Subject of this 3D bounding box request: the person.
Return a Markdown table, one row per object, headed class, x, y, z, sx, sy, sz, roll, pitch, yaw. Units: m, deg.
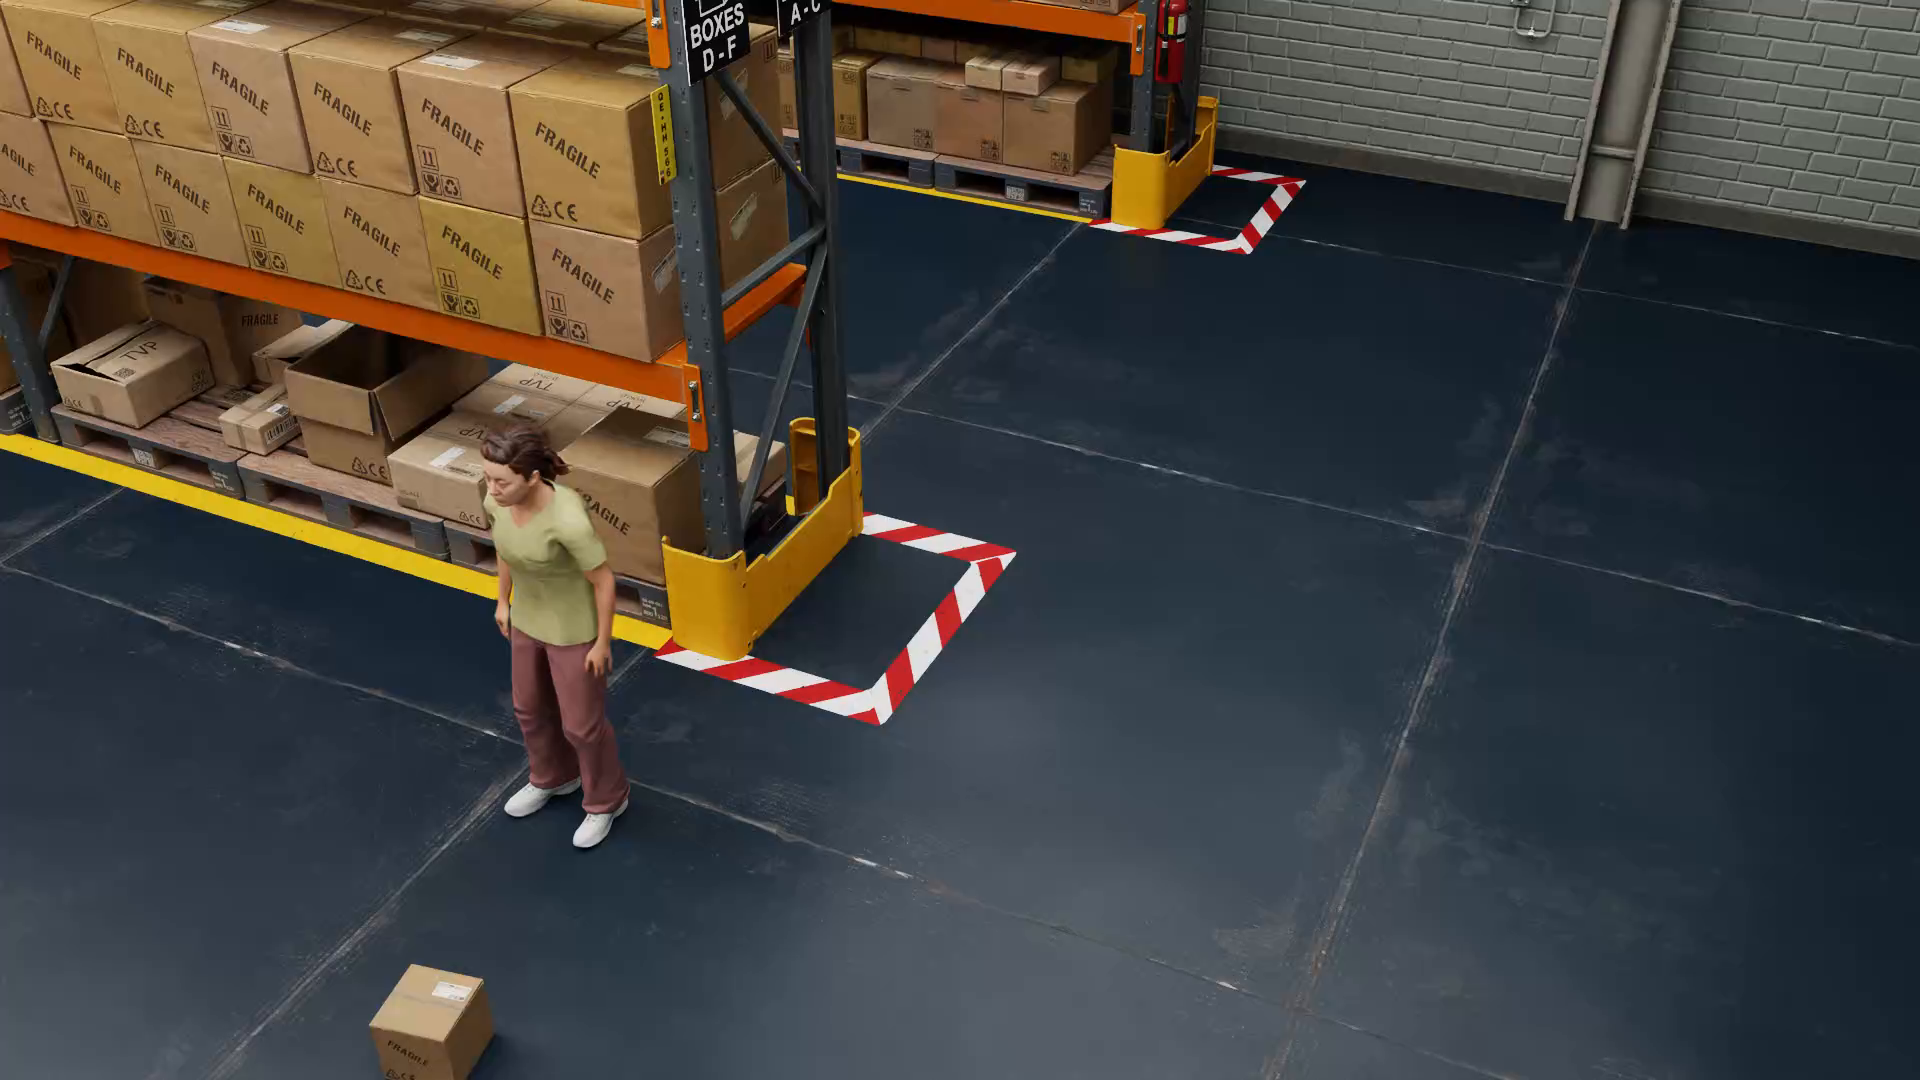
| class | x | y | z | sx | sy | sz | roll | pitch | yaw |
| --- | --- | --- | --- | --- | --- | --- | --- | --- | --- |
| person | -1.388 | 0.312 | 5.677 | 0.502 | 1.673 | 0.352 | 19 | 38 | 26 |
